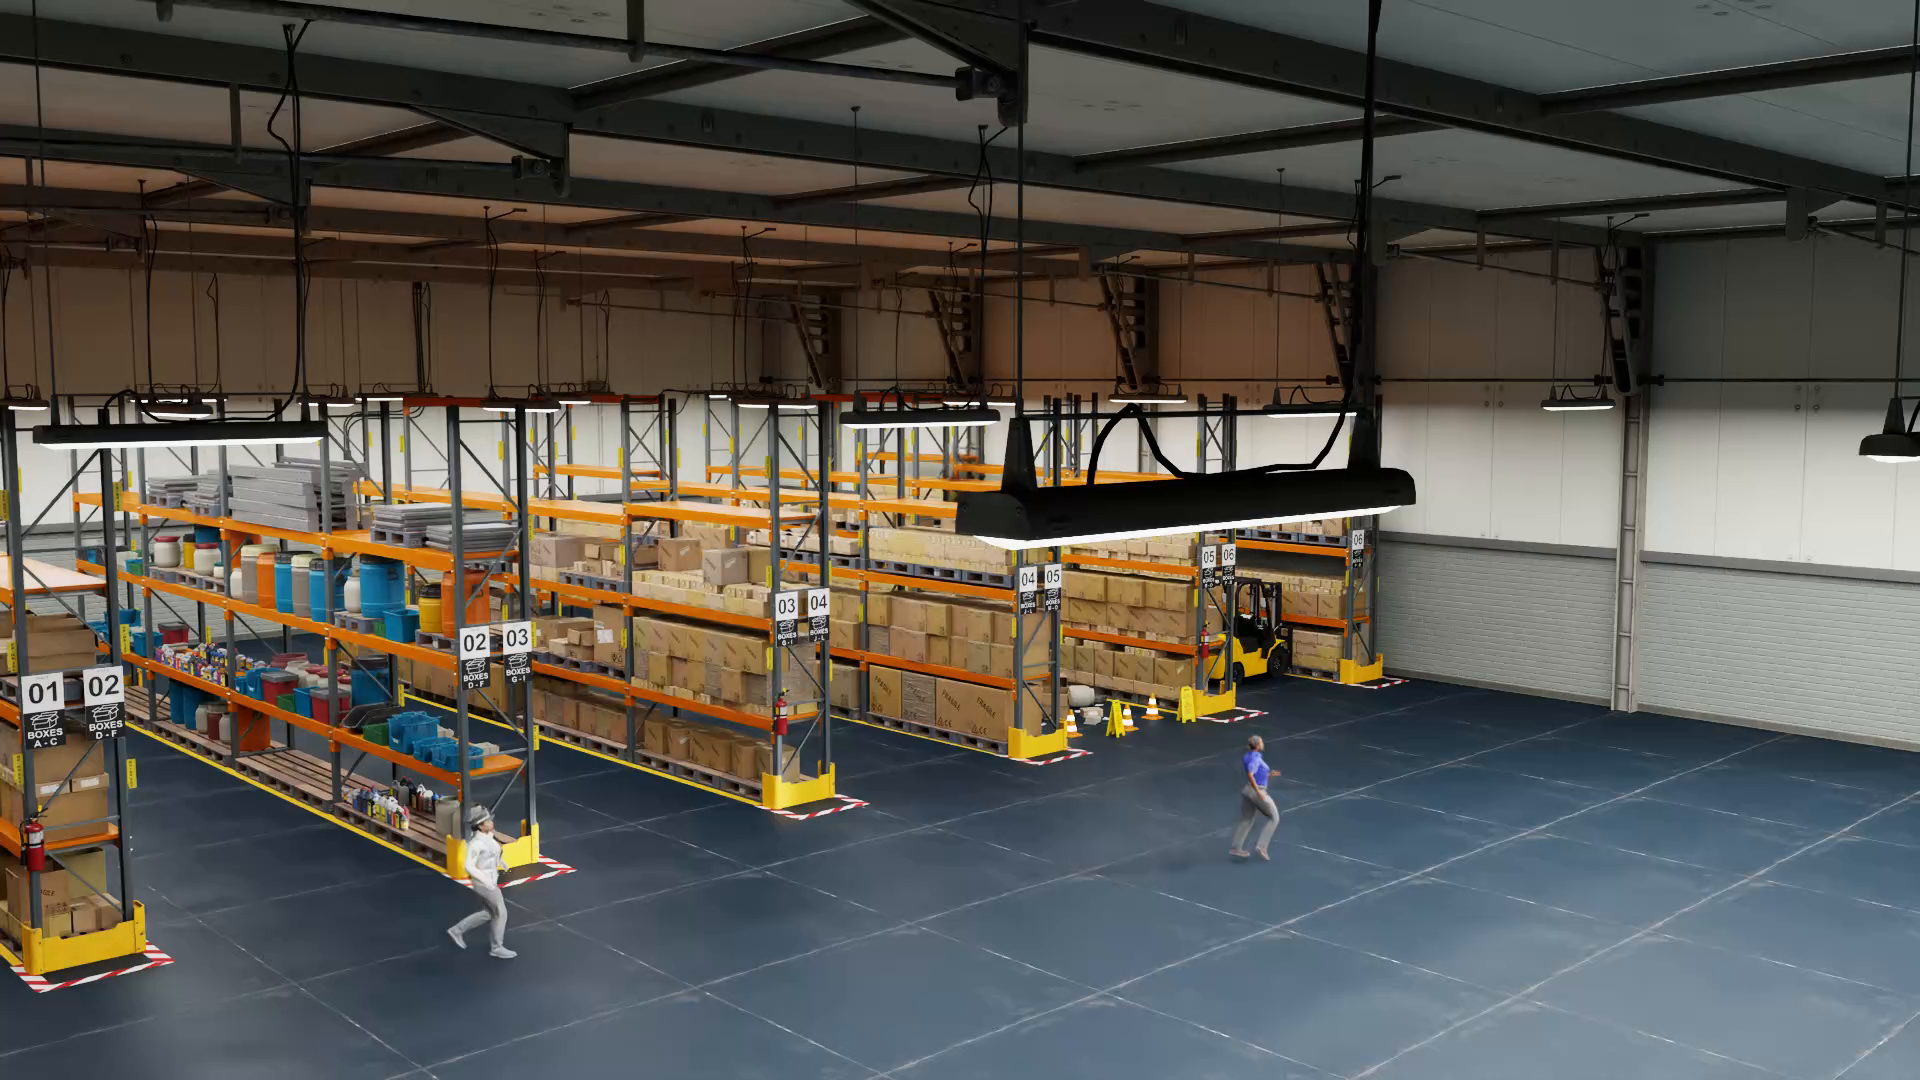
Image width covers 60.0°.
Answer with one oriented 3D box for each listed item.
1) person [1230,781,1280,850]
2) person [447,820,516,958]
[{"bbox_3d":[3.879,3.641,21.908,0.636,0.909,0.371,-2,6,-22],"label":"person"},{"bbox_3d":[-5.236,3.776,18.181,0.709,1.644,0.612,-1,6,-10],"label":"person"}]
